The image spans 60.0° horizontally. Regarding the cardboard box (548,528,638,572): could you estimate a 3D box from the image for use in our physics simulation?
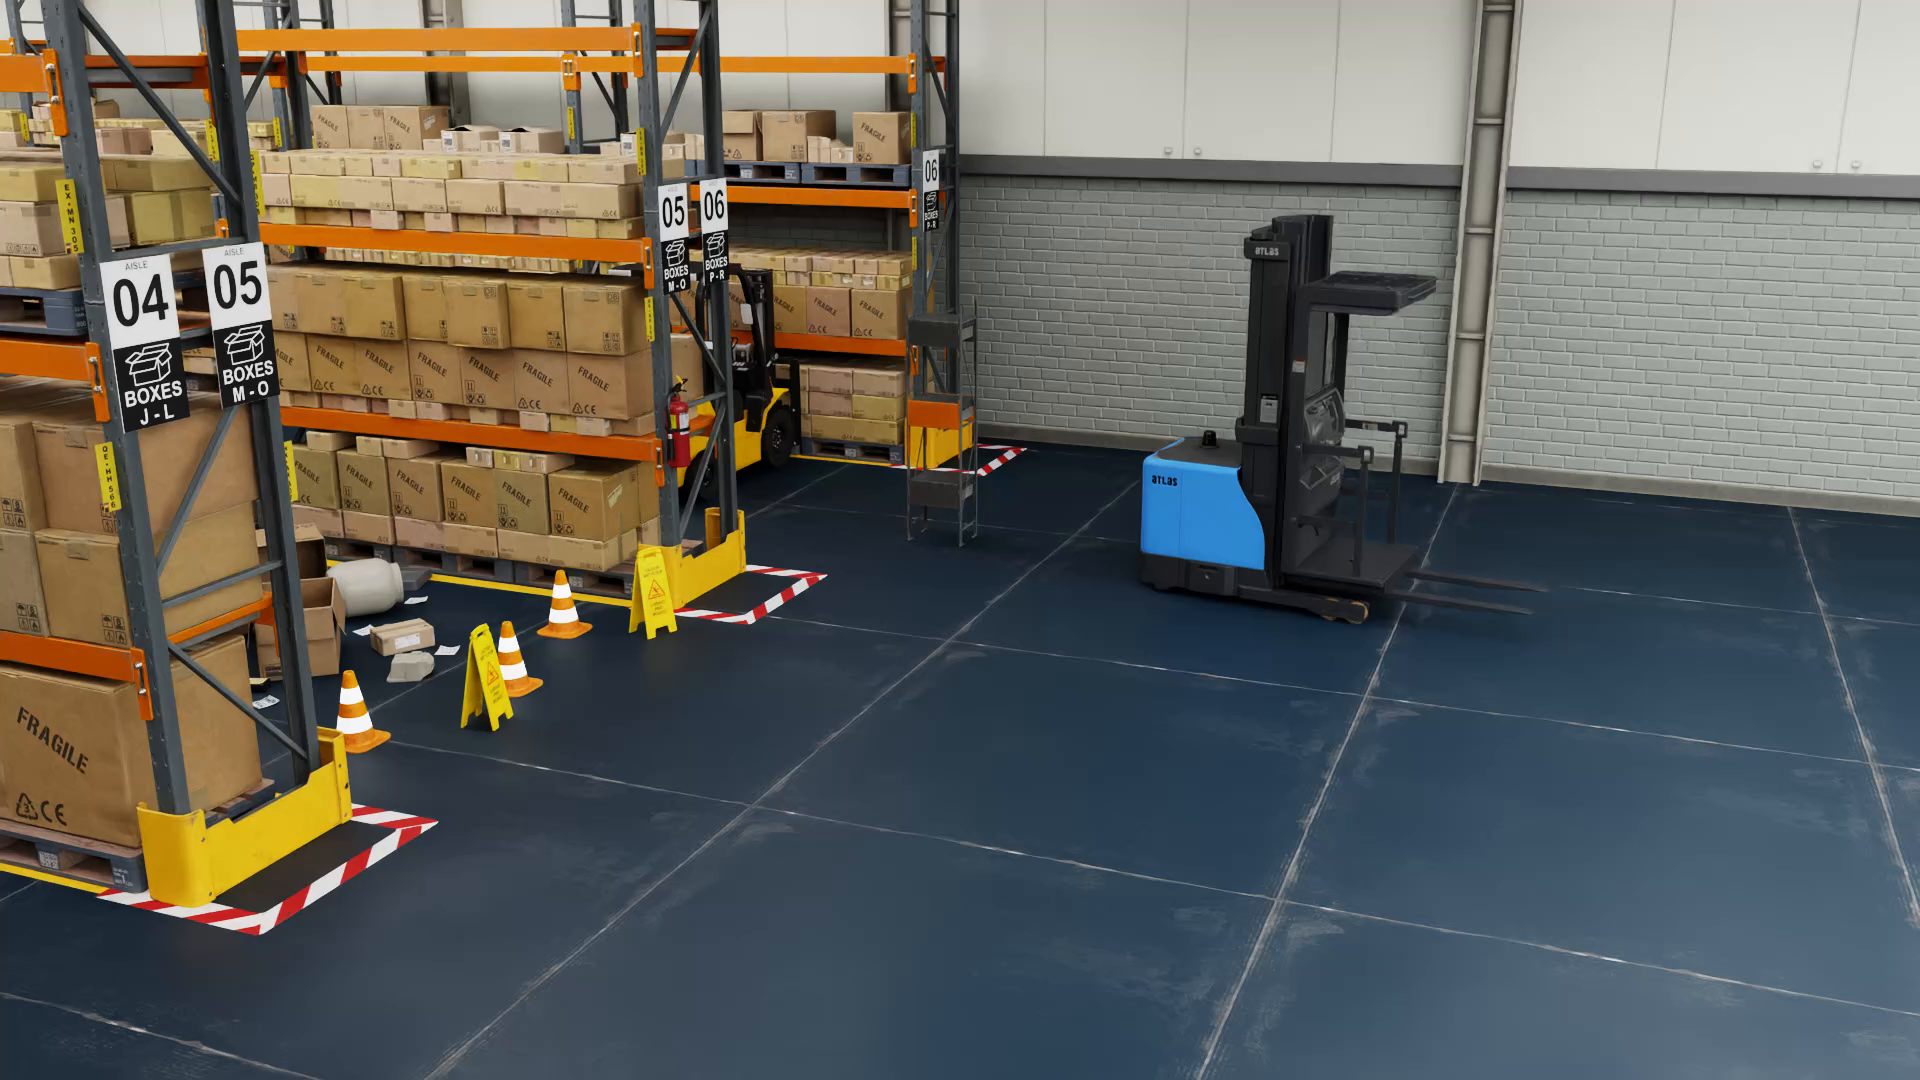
[{"bbox_3d":[-2.935,0.045,13.316,0.500,0.250,0.500,6,17,20],"label":"cardboard box"}]

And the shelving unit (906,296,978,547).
[{"bbox_3d":[-0.154,-1.025,14.439,0.503,2.100,0.431,6,17,21],"label":"shelving unit"}]

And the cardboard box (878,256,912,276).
[{"bbox_3d":[-0.654,-2.830,17.166,0.250,0.149,0.380,6,17,21],"label":"cardboard box"}]

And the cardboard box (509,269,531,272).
[{"bbox_3d":[-4.997,-2.958,18.854,0.500,0.250,0.500,6,17,19],"label":"cardboard box"}]

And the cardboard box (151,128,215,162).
[{"bbox_3d":[-6.368,-3.304,13.913,0.500,0.250,0.500,7,17,22],"label":"cardboard box"}]

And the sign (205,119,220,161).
[{"bbox_3d":[-5.983,-3.201,13.306,0.005,0.325,0.100,6,17,21],"label":"sign"}]

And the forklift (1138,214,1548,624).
[{"bbox_3d":[2.970,-0.943,12.665,3.031,2.935,1.130,9,18,27],"label":"forklift"}]

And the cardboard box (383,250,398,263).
[{"bbox_3d":[-6.508,-3.327,19.410,0.250,0.149,0.380,6,17,21],"label":"cardboard box"}]

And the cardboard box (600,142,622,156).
[{"bbox_3d":[-3.659,-4.200,17.899,0.250,0.149,0.380,7,17,22],"label":"cardboard box"}]

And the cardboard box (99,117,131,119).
[{"bbox_3d":[-10.602,-5.242,20.953,0.250,0.149,0.380,6,17,19],"label":"cardboard box"}]

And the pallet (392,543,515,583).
[{"bbox_3d":[-4.006,0.056,14.103,1.213,0.211,1.003,6,17,21],"label":"pallet"}]

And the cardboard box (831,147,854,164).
[{"bbox_3d":[-1.126,-3.922,16.939,0.250,0.149,0.380,6,17,19],"label":"cardboard box"}]

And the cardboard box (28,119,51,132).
[{"bbox_3d":[-11.290,-5.142,20.609,0.250,0.149,0.380,7,18,22],"label":"cardboard box"}]

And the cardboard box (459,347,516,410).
[{"bbox_3d":[-3.596,-1.338,13.188,0.500,0.500,0.500,6,17,20],"label":"cardboard box"}]

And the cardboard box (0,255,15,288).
[{"bbox_3d":[-4.452,-1.306,7.929,0.250,0.149,0.380,6,17,21],"label":"cardboard box"}]

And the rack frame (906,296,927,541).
[{"bbox_3d":[-0.381,-1.050,14.525,0.015,2.100,0.400,6,17,21],"label":"rack frame"}]

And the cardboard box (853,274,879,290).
[{"bbox_3d":[-0.918,-2.687,17.205,0.250,0.149,0.380,7,17,22],"label":"cardboard box"}]

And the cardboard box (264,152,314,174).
[{"bbox_3d":[-5.357,-3.034,13.386,0.250,0.149,0.380,7,18,22],"label":"cardboard box"}]

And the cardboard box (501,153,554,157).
[{"bbox_3d":[-3.452,-3.007,13.291,0.250,0.149,0.380,7,18,22],"label":"cardboard box"}]

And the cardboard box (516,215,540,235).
[{"bbox_3d":[-3.185,-2.438,12.763,0.250,0.149,0.380,6,17,21],"label":"cardboard box"}]

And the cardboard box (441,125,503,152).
[{"bbox_3d":[-5.442,-4.492,18.613,0.500,0.311,0.500,6,17,19],"label":"cardboard box"}]

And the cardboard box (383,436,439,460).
[{"bbox_3d":[-4.508,-0.783,13.659,0.250,0.149,0.380,7,18,24],"label":"cardboard box"}]

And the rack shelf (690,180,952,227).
[{"bbox_3d":[-2.104,-3.646,17.761,4.000,0.370,1.077,6,17,21],"label":"rack shelf"}]

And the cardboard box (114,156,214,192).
[{"bbox_3d":[-3.977,-1.833,8.316,0.250,0.149,0.380,6,17,21],"label":"cardboard box"}]

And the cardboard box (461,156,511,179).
[{"bbox_3d":[-3.630,-2.877,12.842,0.250,0.149,0.380,6,17,19],"label":"cardboard box"}]

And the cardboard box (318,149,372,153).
[{"bbox_3d":[-5.138,-3.188,13.914,0.250,0.149,0.380,6,17,19],"label":"cardboard box"}]

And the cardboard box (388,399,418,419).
[{"bbox_3d":[-4.421,-1.098,13.526,0.250,0.149,0.380,6,17,21],"label":"cardboard box"}]

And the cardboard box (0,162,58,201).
[{"bbox_3d":[-4.453,-1.689,7.819,0.250,0.149,0.380,6,17,21],"label":"cardboard box"}]

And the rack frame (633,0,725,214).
[{"bbox_3d":[-2.062,-3.939,12.102,0.127,3.000,1.000,6,17,21],"label":"rack frame"}]

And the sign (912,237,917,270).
[{"bbox_3d":[-0.456,-2.876,16.700,0.005,0.325,0.100,6,17,21],"label":"sign"}]

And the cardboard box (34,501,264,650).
[{"bbox_3d":[-4.146,0.138,8.550,0.550,0.550,0.875,6,17,21],"label":"cardboard box"}]

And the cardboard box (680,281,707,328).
[{"bbox_3d":[-2.686,-2.590,18.034,0.500,0.500,0.500,6,17,20],"label":"cardboard box"}]

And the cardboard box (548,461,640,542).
[{"bbox_3d":[-2.902,-0.314,13.208,0.500,0.500,0.500,6,17,21],"label":"cardboard box"}]

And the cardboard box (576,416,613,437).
[{"bbox_3d":[-2.764,-0.918,12.905,0.250,0.149,0.380,6,17,20],"label":"cardboard box"}]

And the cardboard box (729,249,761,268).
[{"bbox_3d":[-2.311,-3.016,17.806,0.250,0.149,0.380,6,17,21],"label":"cardboard box"}]

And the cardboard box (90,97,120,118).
[{"bbox_3d":[-10.839,-5.453,20.938,0.258,0.266,0.396,6,17,21],"label":"cardboard box"}]

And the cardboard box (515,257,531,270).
[{"bbox_3d":[-4.819,-3.152,18.809,0.250,0.149,0.380,6,17,21],"label":"cardboard box"}]

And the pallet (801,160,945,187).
[{"bbox_3d":[-0.892,-3.823,17.241,1.213,0.211,1.003,6,17,21],"label":"pallet"}]

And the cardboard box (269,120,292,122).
[{"bbox_3d":[-8.152,-5.010,20.191,0.250,0.149,0.380,6,17,21],"label":"cardboard box"}]

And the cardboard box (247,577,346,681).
[{"bbox_3d":[-4.624,0.618,11.644,0.637,0.503,0.797,-5,17,-18],"label":"cardboard box"}]

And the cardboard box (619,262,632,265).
[{"bbox_3d":[-3.523,-2.988,18.242,0.250,0.149,0.380,7,17,22],"label":"cardboard box"}]

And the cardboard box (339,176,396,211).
[{"bbox_3d":[-4.529,-2.758,13.148,0.500,0.250,0.500,6,17,21],"label":"cardboard box"}]

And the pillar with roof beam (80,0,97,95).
[{"bbox_3d":[-13.303,-5.643,17.971,0.400,9.000,9.100,6,17,21],"label":"pillar with roof beam"}]

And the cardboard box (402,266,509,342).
[{"bbox_3d":[-4.010,-1.891,13.301,0.500,0.500,0.700,6,17,20],"label":"cardboard box"}]

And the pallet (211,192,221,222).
[{"bbox_3d":[-6.318,-2.909,14.269,1.003,0.211,1.213,6,17,21],"label":"pallet"}]

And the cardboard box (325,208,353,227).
[{"bbox_3d":[-4.870,-2.618,13.381,0.250,0.149,0.380,7,18,22],"label":"cardboard box"}]

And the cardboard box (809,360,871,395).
[{"bbox_3d":[-1.264,-1.724,17.618,0.500,0.250,0.500,7,17,22],"label":"cardboard box"}]

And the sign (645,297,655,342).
[{"bbox_3d":[-2.284,-1.624,12.244,0.005,0.325,0.100,6,17,21],"label":"sign"}]

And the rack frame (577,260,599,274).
[{"bbox_3d":[-3.965,-2.755,18.784,0.127,3.000,1.000,6,17,21],"label":"rack frame"}]

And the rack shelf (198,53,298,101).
[{"bbox_3d":[-7.643,-4.016,14.373,4.000,0.370,1.077,6,17,21],"label":"rack shelf"}]

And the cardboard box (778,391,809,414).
[{"bbox_3d":[-1.762,-1.537,17.871,0.500,0.250,0.500,6,17,19],"label":"cardboard box"}]

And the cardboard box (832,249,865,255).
[{"bbox_3d":[-1.184,-3.026,17.841,0.250,0.149,0.380,6,17,21],"label":"cardboard box"}]

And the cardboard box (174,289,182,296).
[{"bbox_3d":[-6.758,-1.898,14.366,0.500,0.500,0.500,6,17,21],"label":"cardboard box"}]

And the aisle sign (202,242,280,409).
[{"bbox_3d":[-3.608,-1.083,8.361,0.004,0.787,0.394,6,17,21],"label":"aisle sign"}]
